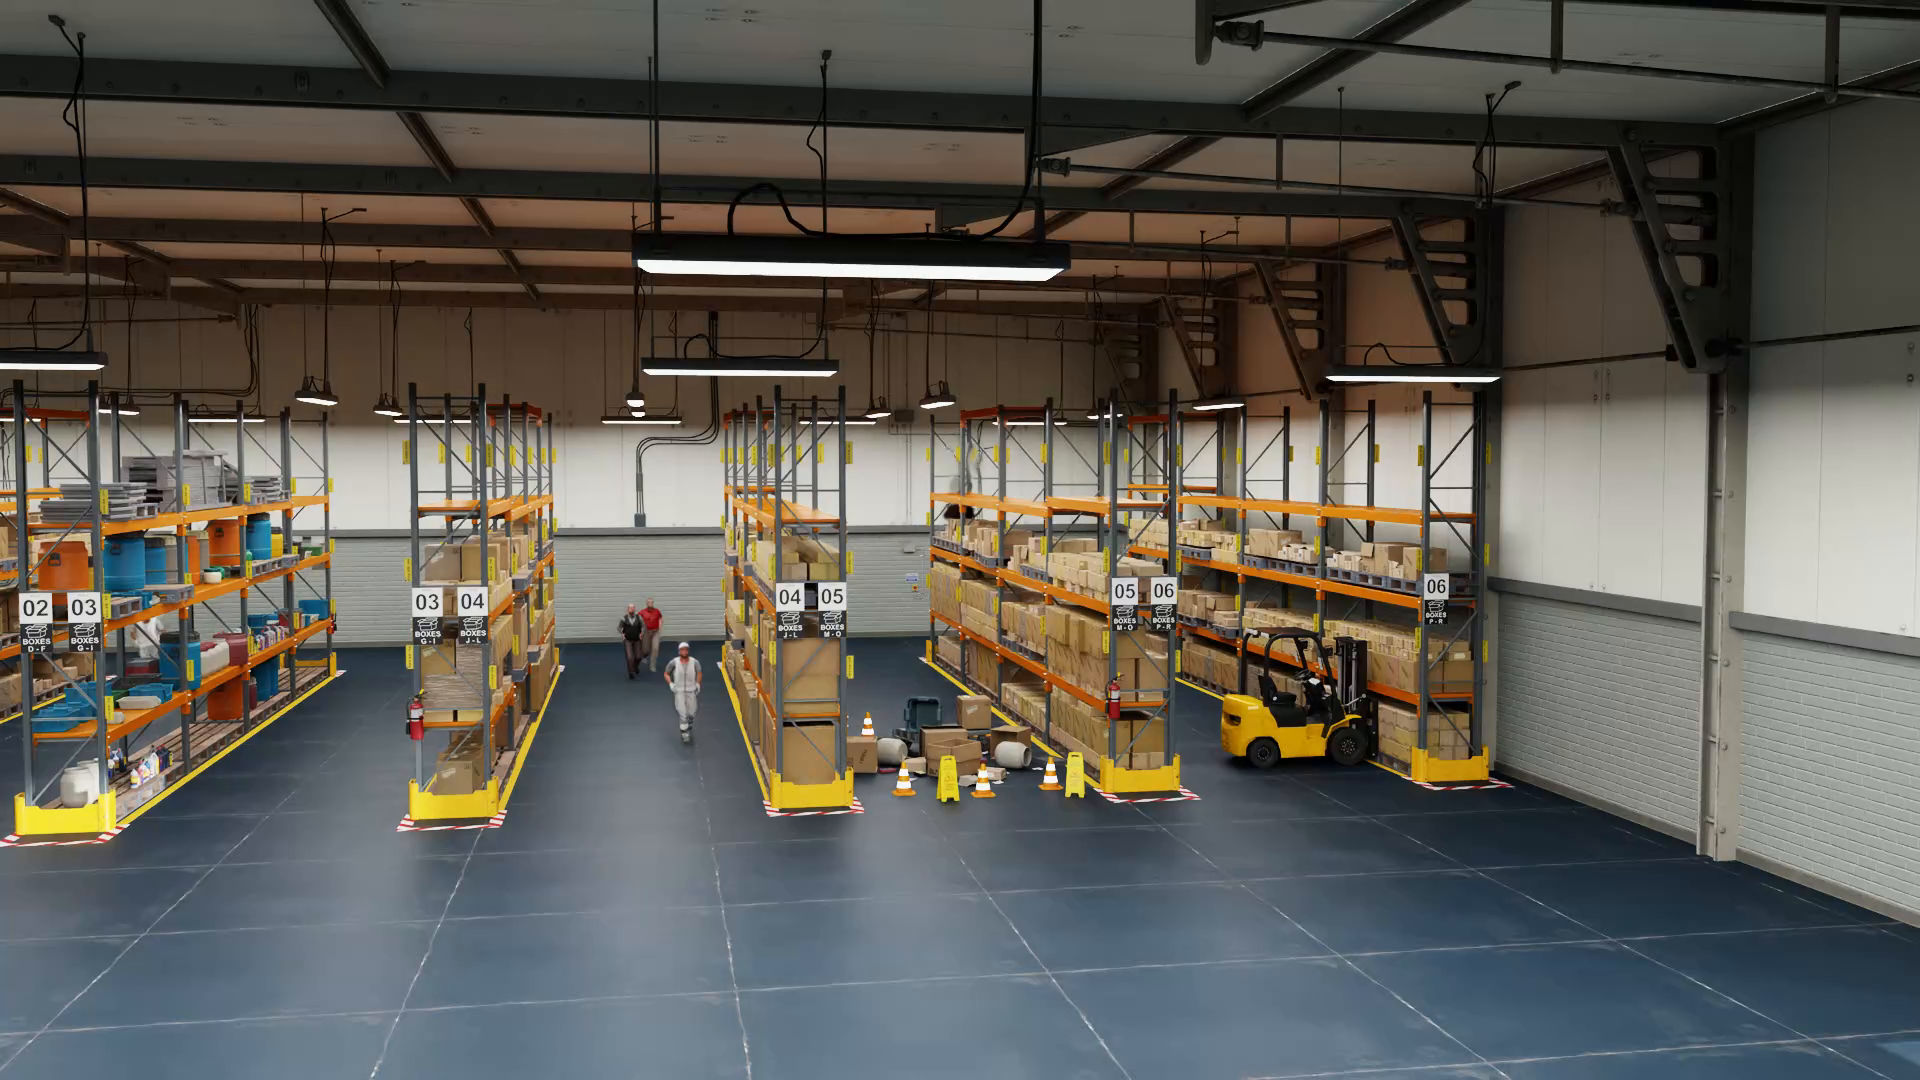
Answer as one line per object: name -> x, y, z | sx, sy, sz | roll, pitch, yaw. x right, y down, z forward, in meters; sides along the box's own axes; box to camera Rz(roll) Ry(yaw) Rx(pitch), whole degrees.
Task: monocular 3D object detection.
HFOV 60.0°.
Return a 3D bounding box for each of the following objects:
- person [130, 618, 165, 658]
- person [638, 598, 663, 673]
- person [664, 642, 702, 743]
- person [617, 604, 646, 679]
person -> -17.631, 2.313, 36.092 | 0.701, 1.743, 0.684 | -1, 3, -20
person -> -7.207, 2.208, 38.659 | 0.646, 1.703, 0.817 | -1, 3, -24
person -> -4.848, 2.652, 29.115 | 0.669, 1.749, 0.601 | -1, 3, -17
person -> -7.370, 2.272, 37.357 | 0.657, 1.673, 0.608 | -1, 3, -16
